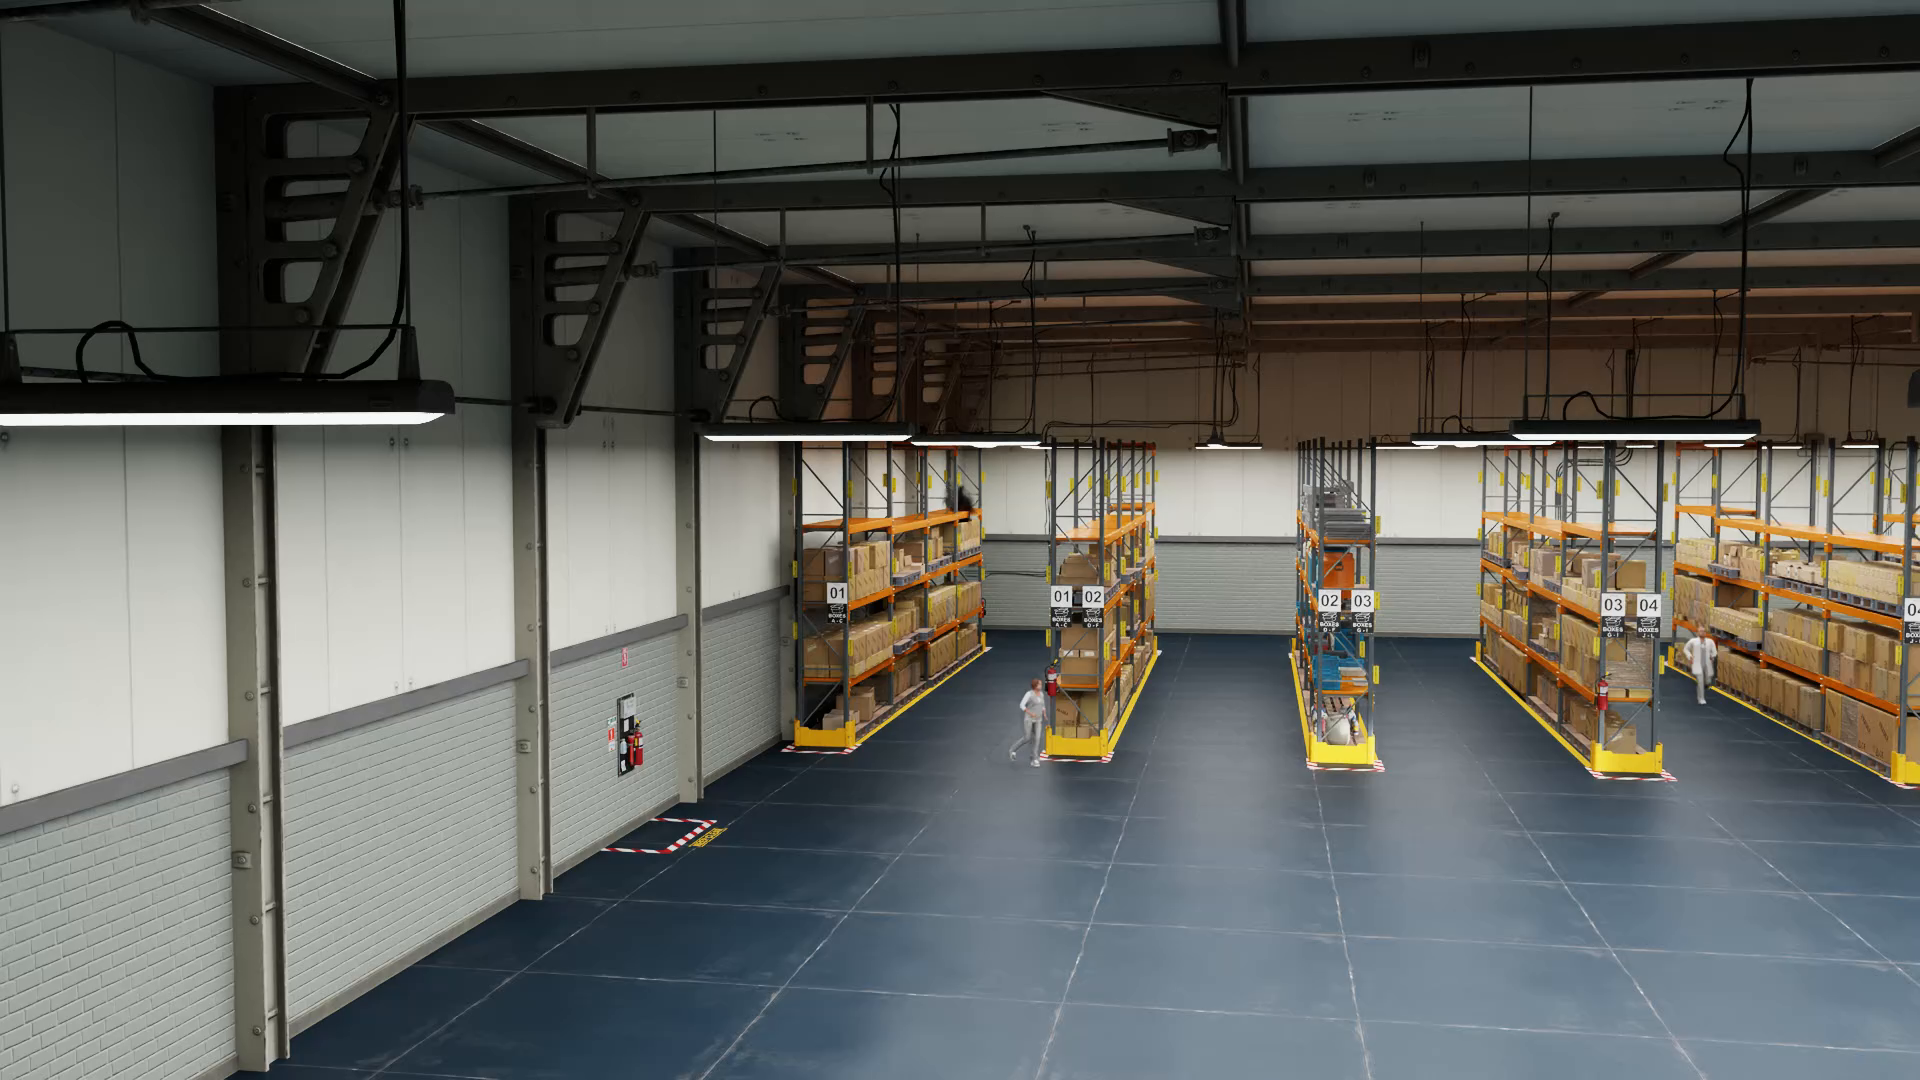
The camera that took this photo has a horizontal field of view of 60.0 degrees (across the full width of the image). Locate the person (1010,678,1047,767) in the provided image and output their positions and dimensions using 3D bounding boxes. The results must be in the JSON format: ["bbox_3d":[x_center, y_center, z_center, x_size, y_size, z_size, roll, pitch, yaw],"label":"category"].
[{"bbox_3d":[1.351,3.314,30.450,0.608,1.564,0.798,-2,4,-35],"label":"person"}]

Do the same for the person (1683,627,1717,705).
[{"bbox_3d":[16.859,2.849,37.871,0.698,1.735,0.826,0,3,9],"label":"person"}]

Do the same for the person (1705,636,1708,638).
[{"bbox_3d":[20.621,2.520,45.647,0.772,1.597,0.560,-3,4,-43],"label":"person"}]
